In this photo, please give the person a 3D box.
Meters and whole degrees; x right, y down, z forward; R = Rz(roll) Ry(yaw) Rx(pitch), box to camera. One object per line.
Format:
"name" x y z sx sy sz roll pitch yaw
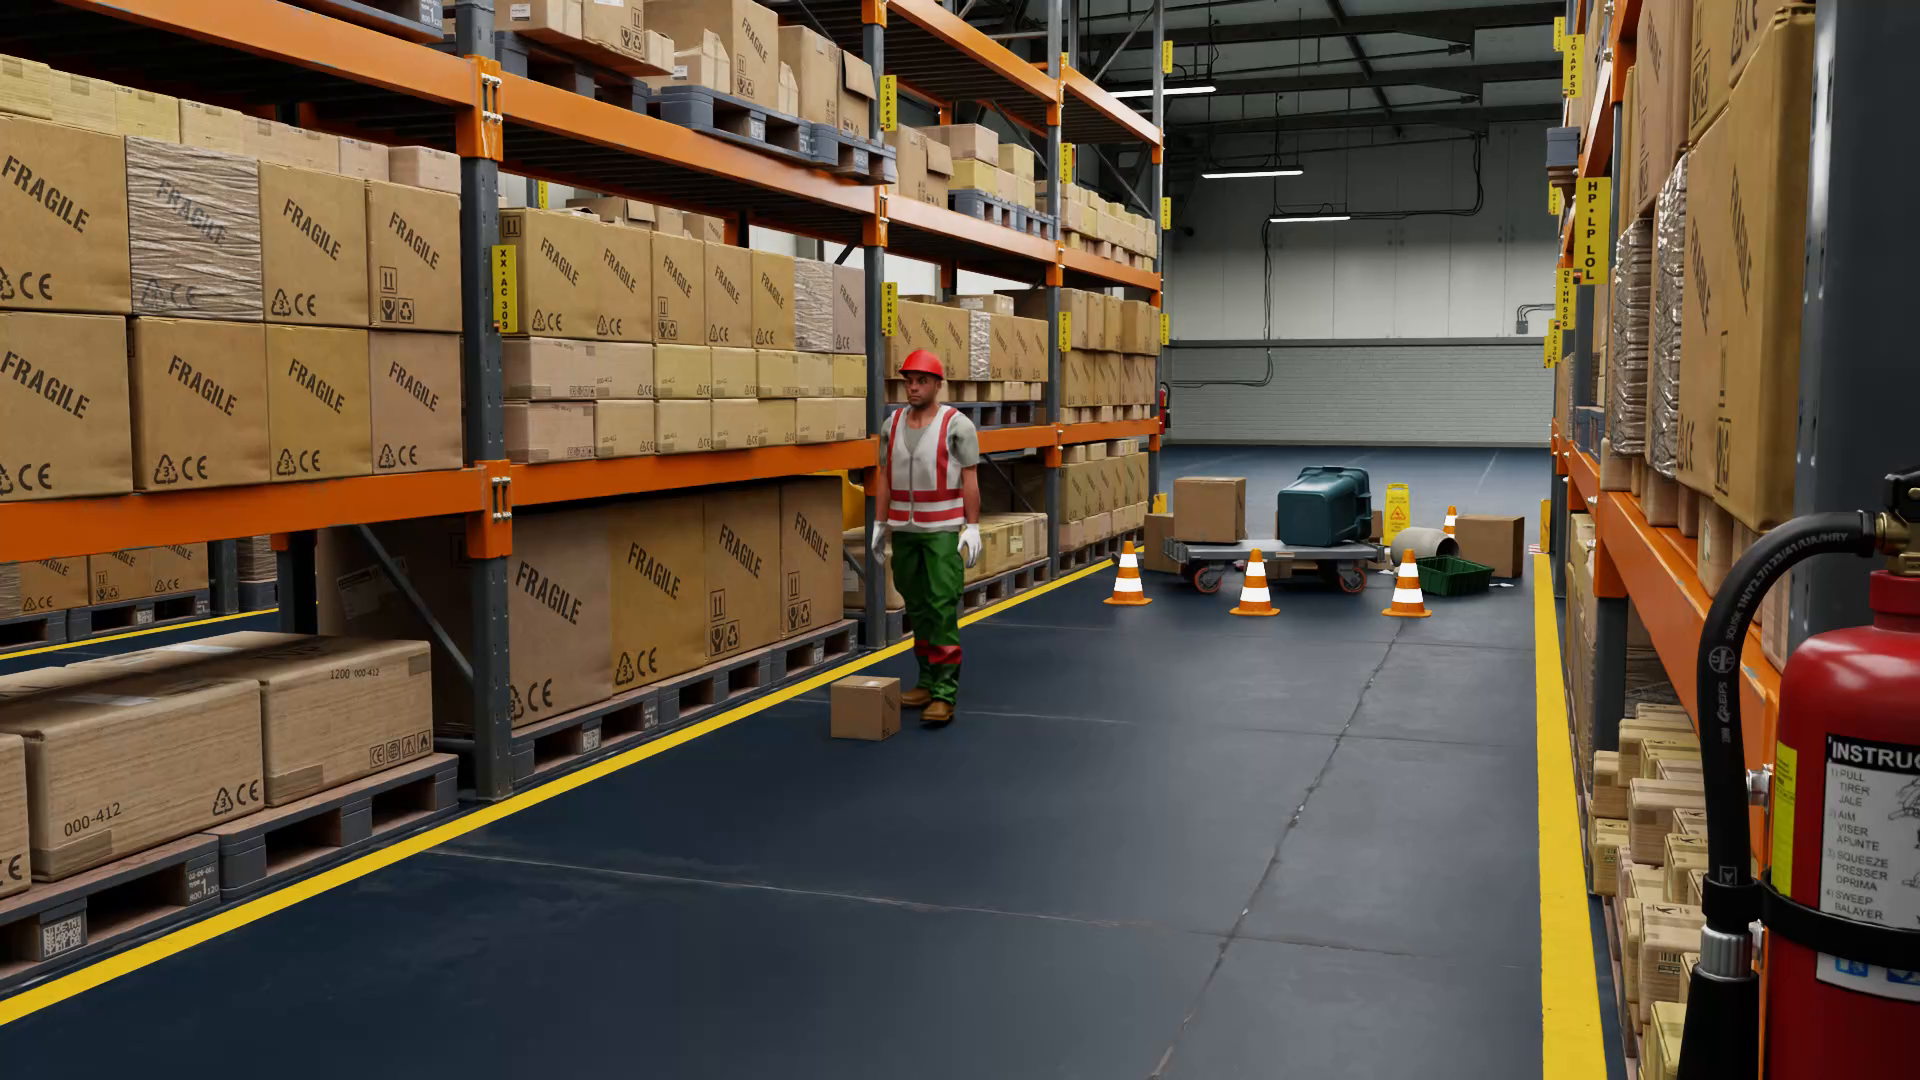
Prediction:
"person" -0.208 -0.035 8.115 0.562 1.782 0.630 3 6 29
